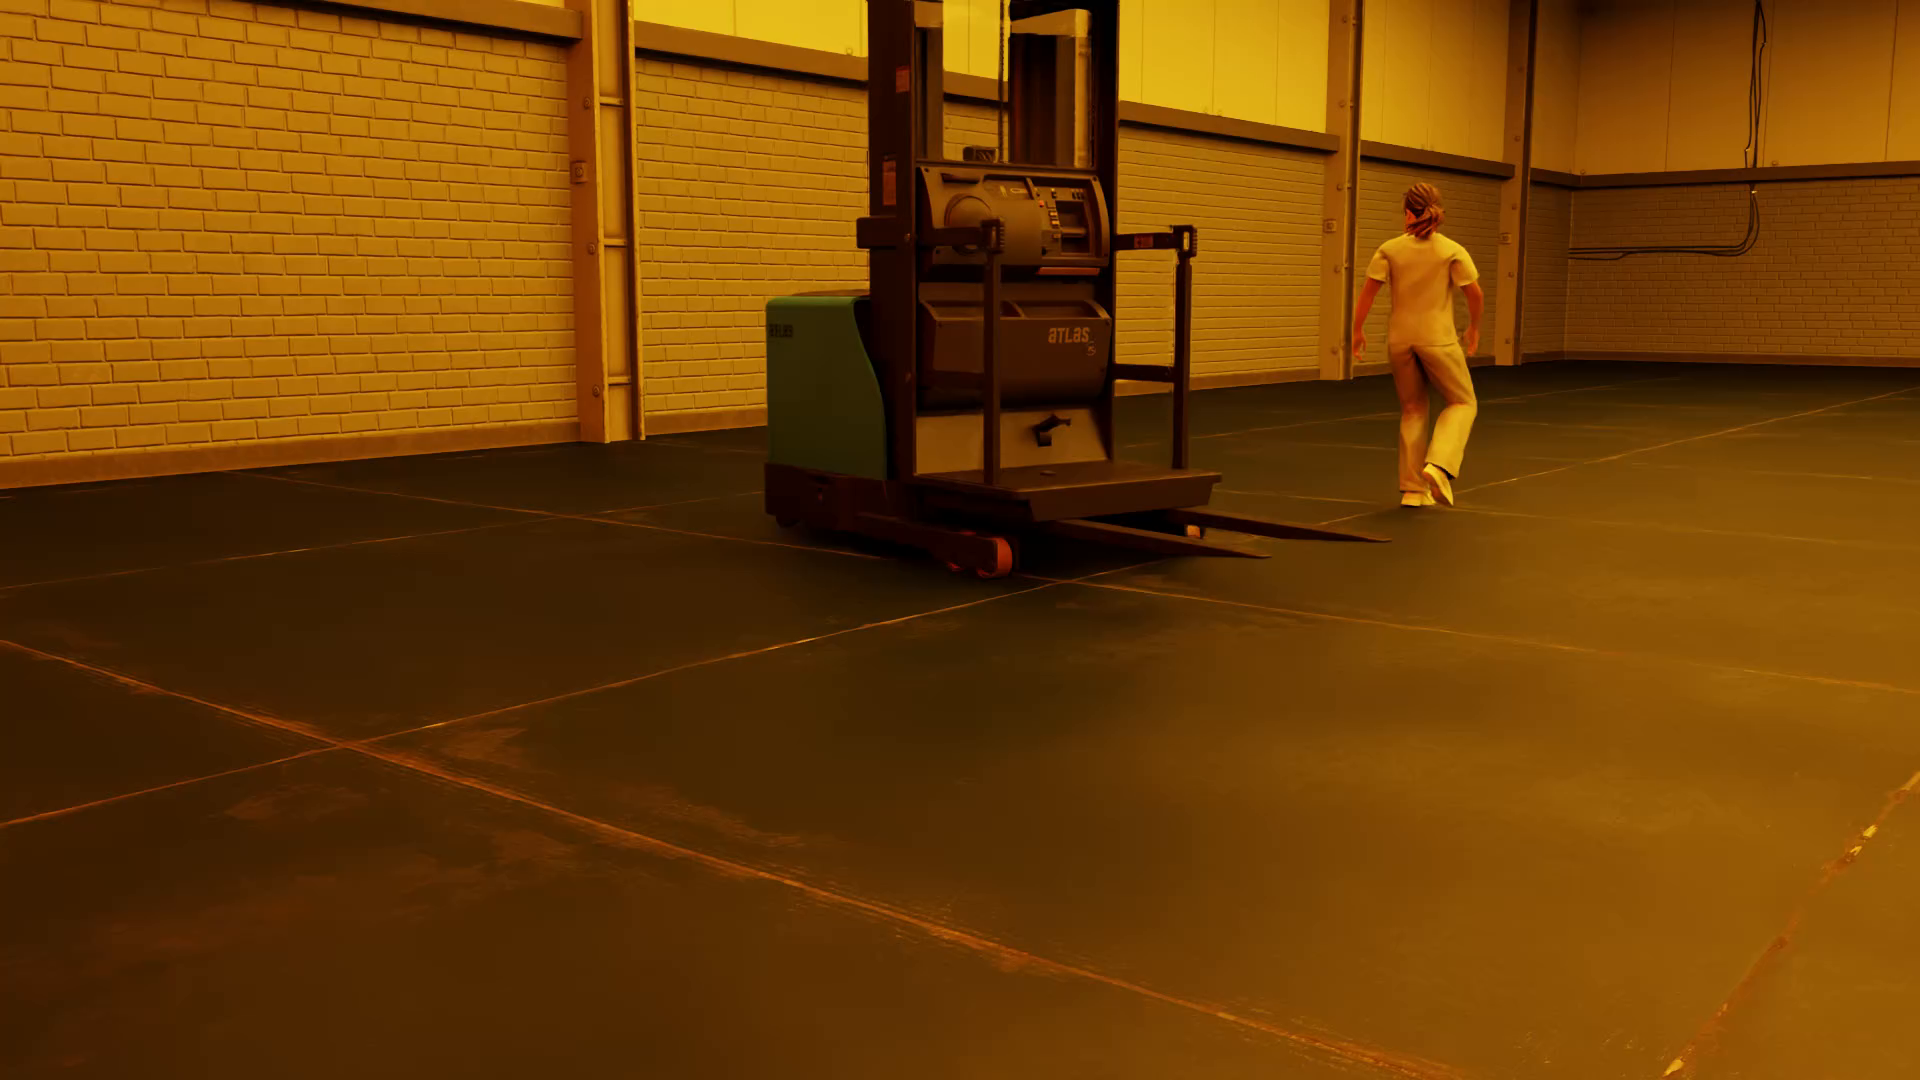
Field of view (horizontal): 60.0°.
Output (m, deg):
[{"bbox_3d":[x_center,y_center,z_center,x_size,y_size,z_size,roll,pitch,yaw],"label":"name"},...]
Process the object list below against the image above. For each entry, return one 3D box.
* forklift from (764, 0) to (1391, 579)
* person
[{"bbox_3d":[0.363,-1.379,6.707,1.130,2.935,3.031,-6,10,-36],"label":"forklift"},{"bbox_3d":[2.334,-0.989,8.512,0.667,1.645,0.462,7,11,38],"label":"person"}]
